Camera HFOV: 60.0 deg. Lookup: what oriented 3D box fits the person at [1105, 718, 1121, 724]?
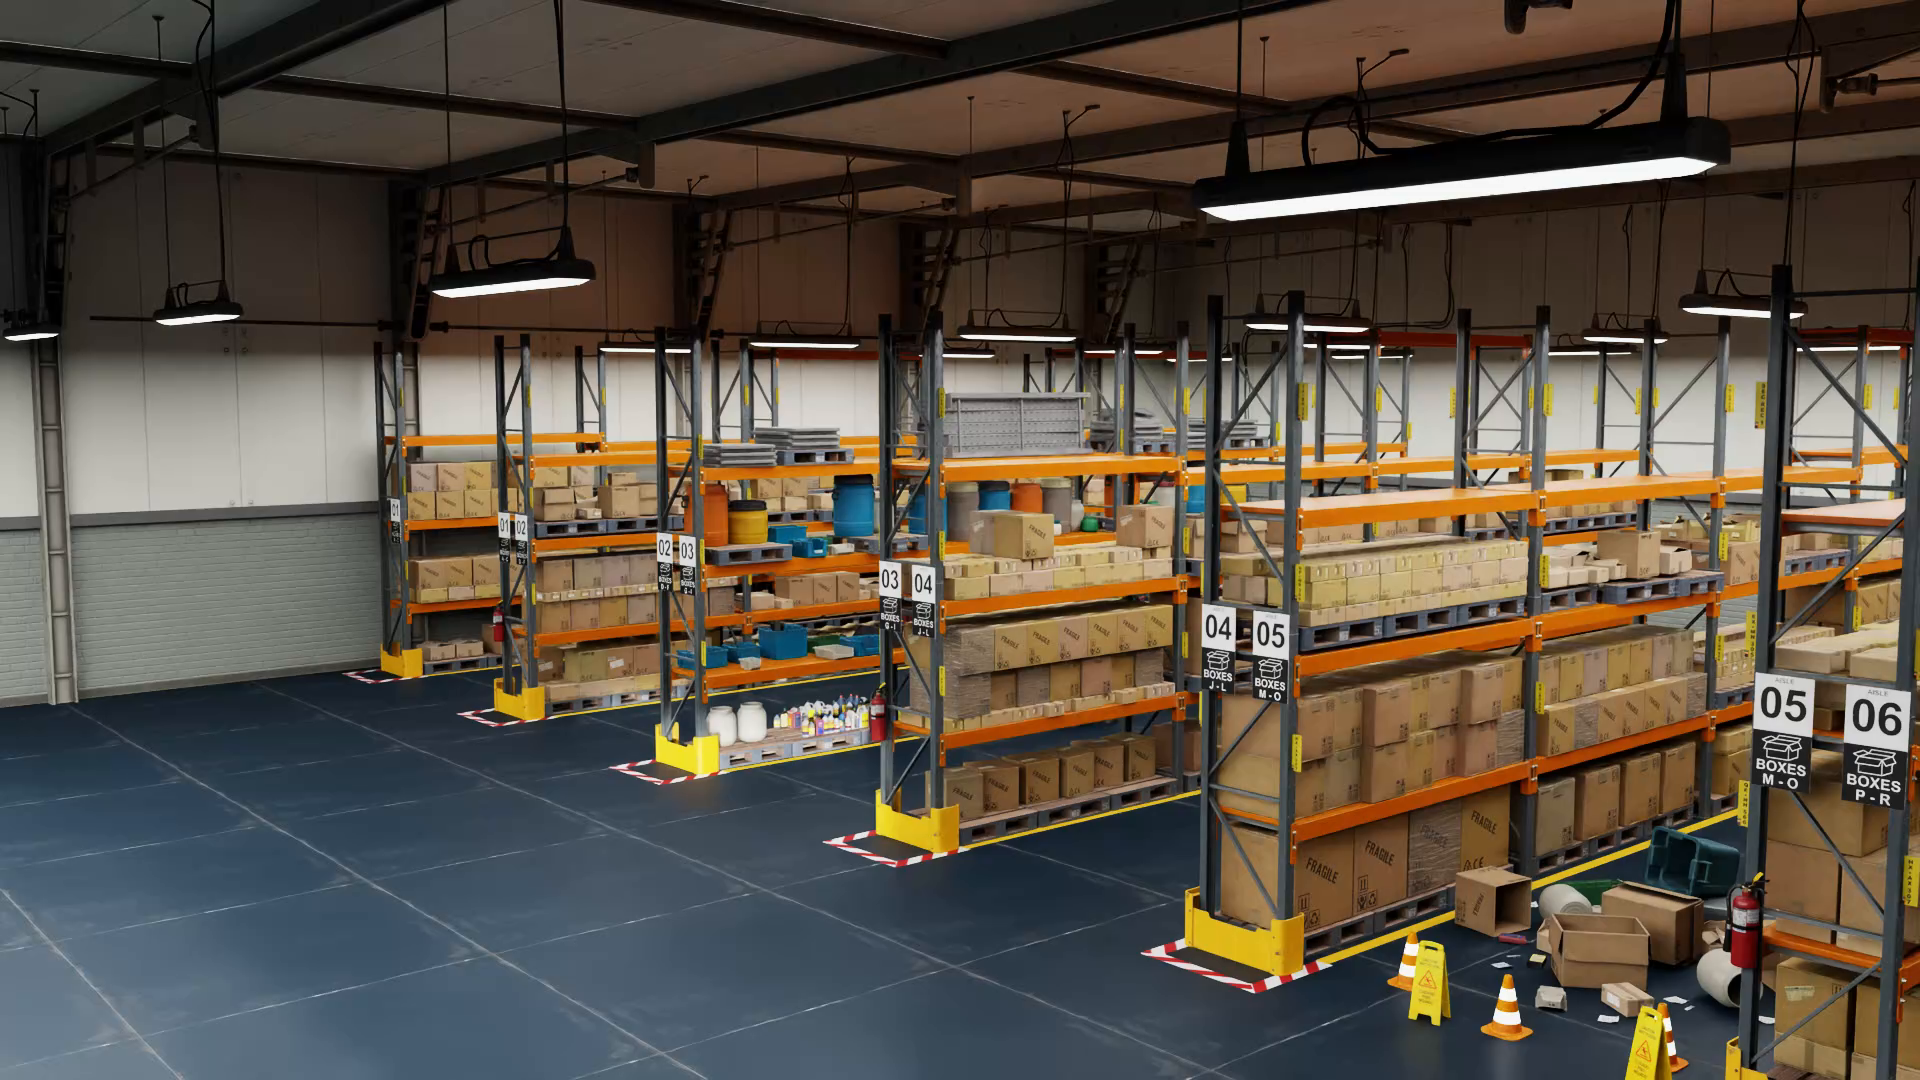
[{"bbox_3d":[2.244,1.964,25.661,0.659,1.760,0.668,3,6,26],"label":"person"}]
